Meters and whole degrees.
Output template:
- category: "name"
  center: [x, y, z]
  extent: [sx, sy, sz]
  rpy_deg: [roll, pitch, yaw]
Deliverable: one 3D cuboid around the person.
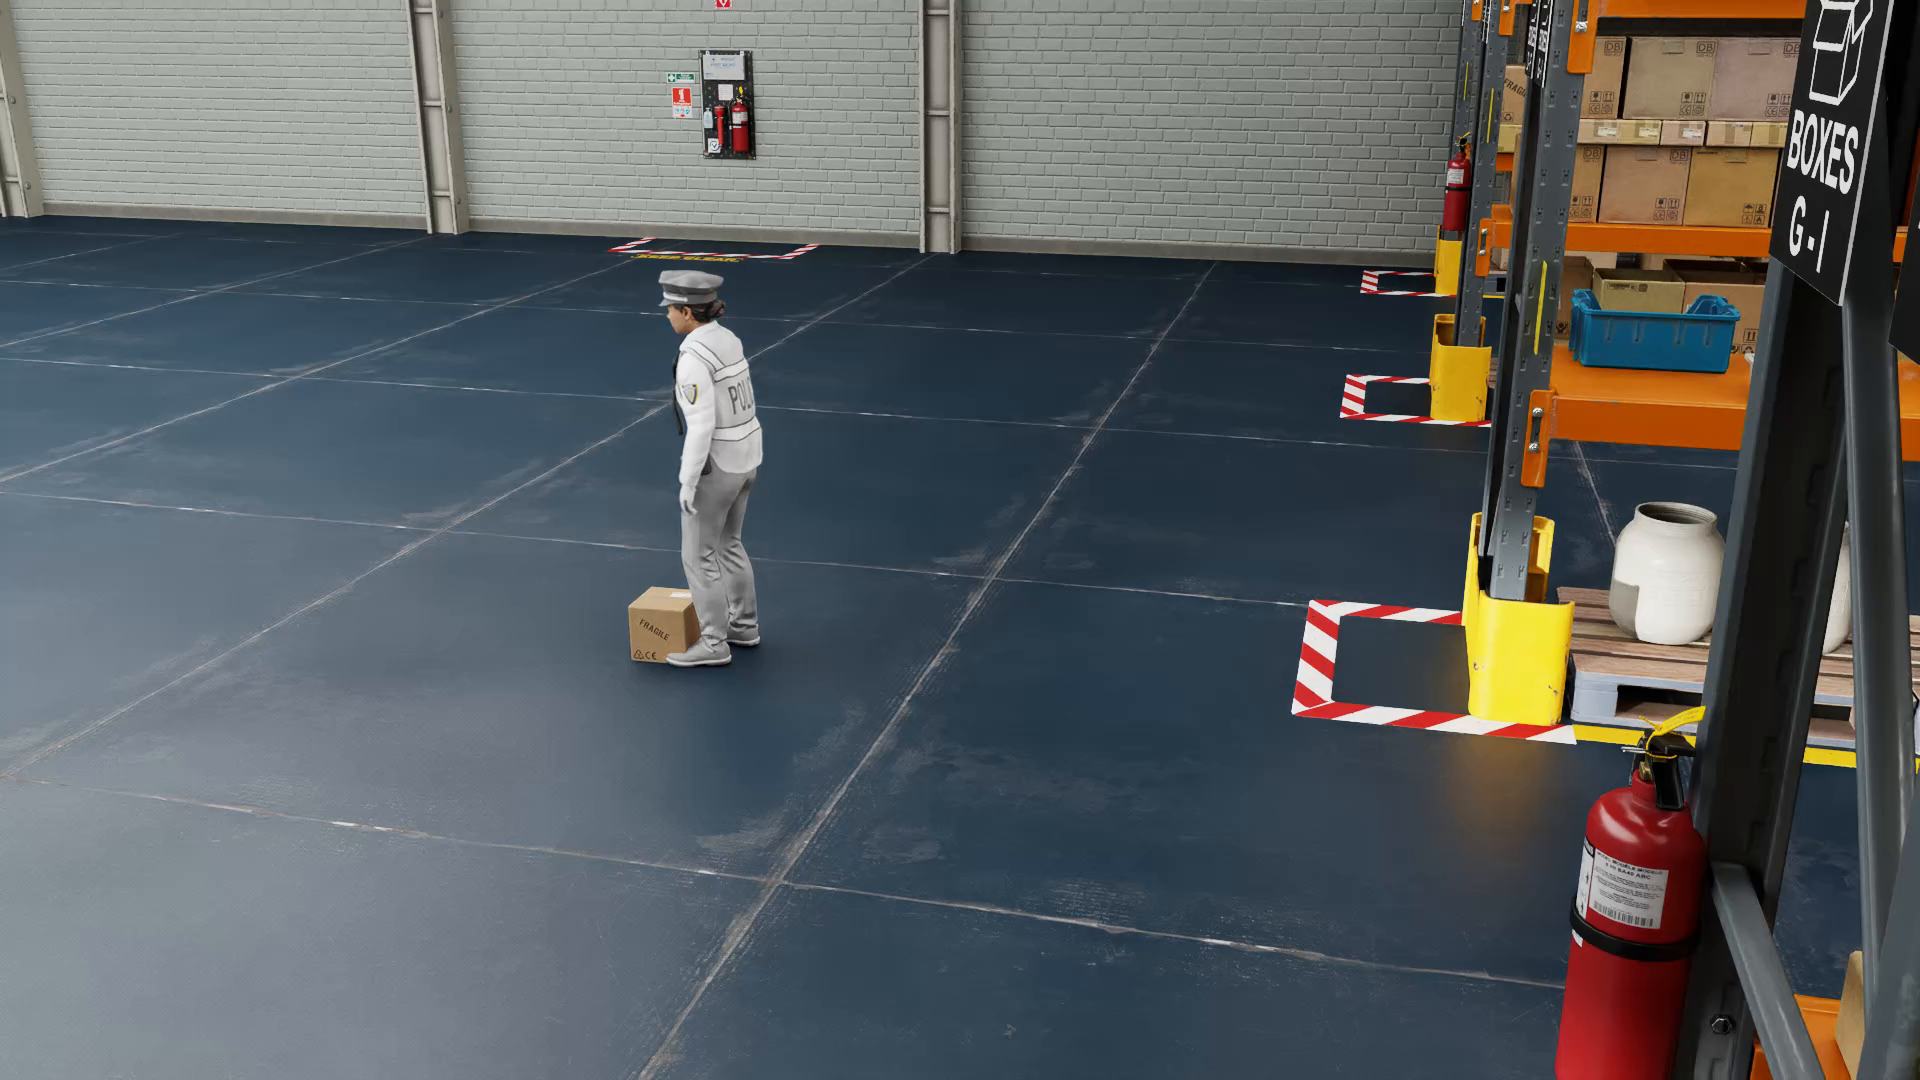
- category: "person"
  center: [-1.037, -0.288, 6.919]
  extent: [0.407, 1.663, 0.525]
  rpy_deg: [5, 19, 14]
